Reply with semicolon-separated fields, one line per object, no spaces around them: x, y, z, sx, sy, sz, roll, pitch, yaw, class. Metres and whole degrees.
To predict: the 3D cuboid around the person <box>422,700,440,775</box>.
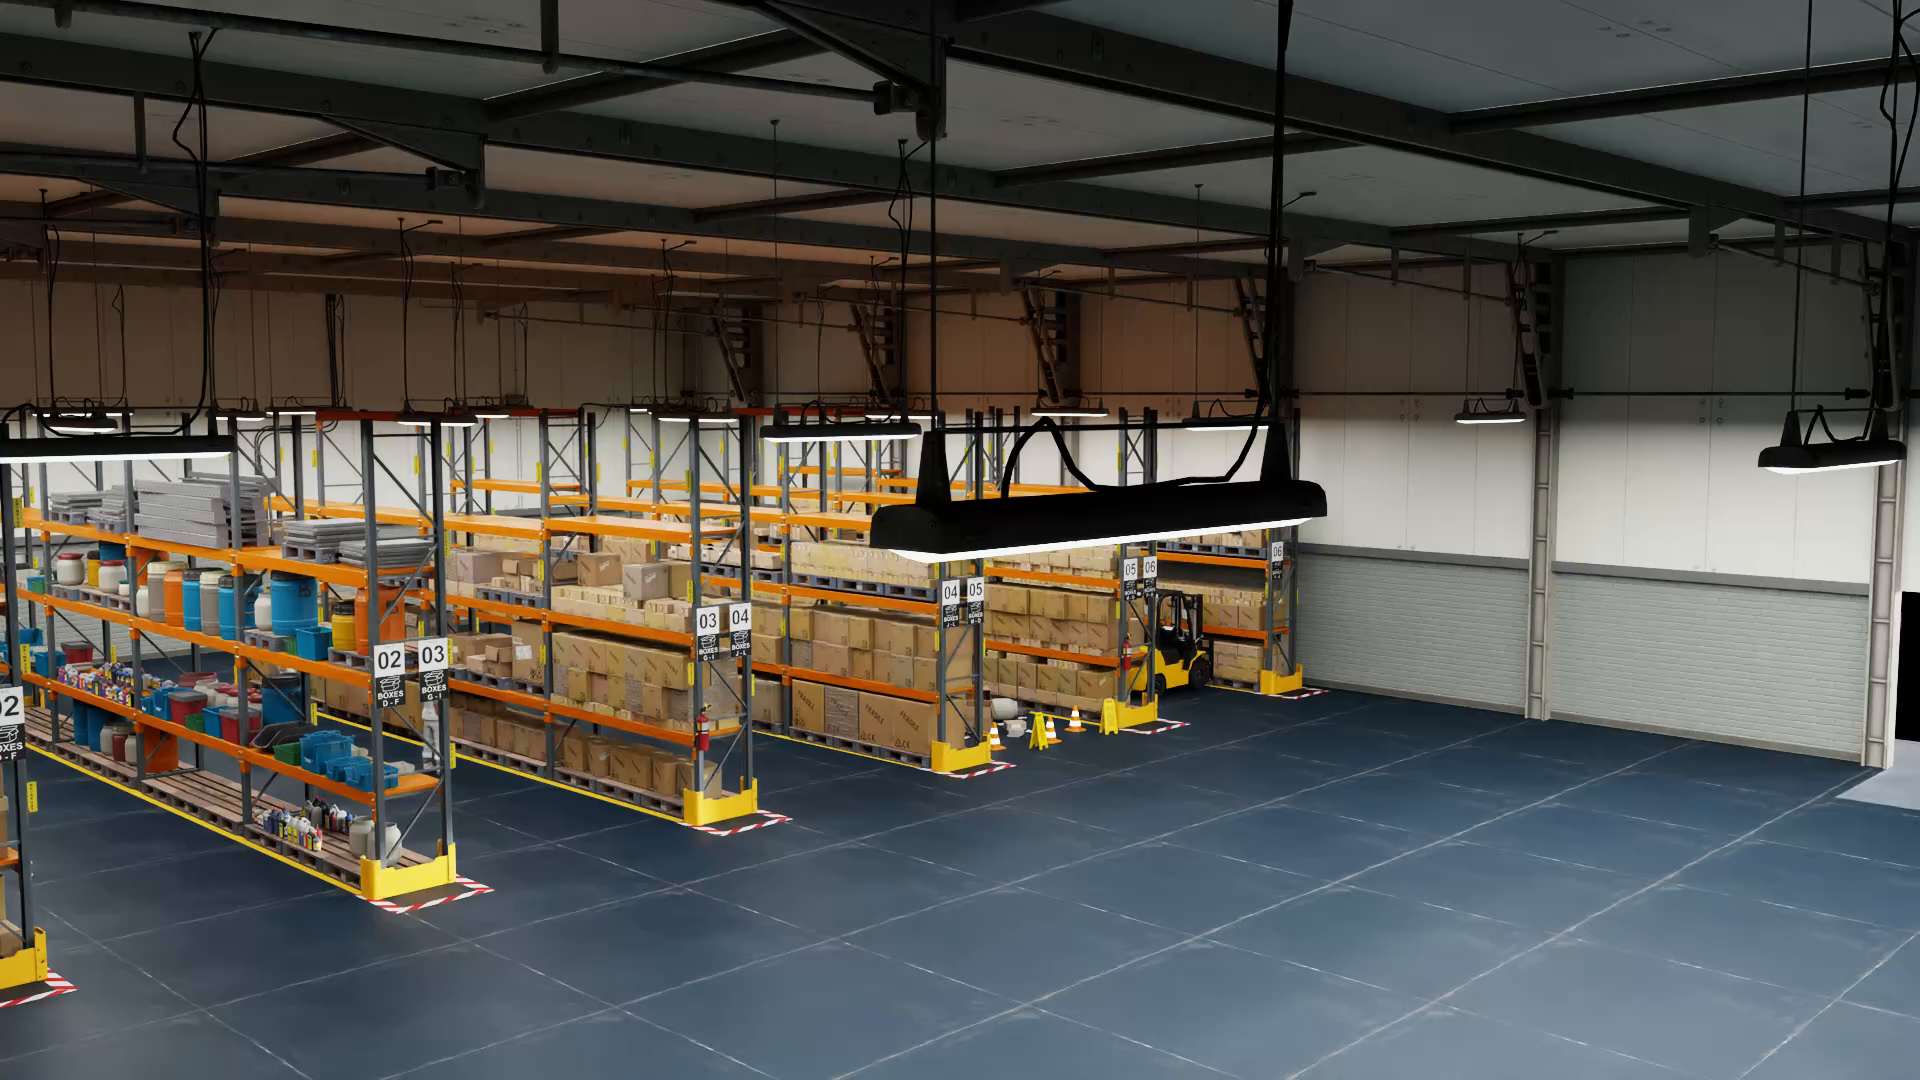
-8.717;2.990;27.614;0.563;1.796;0.420;3;6;32;person

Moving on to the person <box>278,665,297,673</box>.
-12.648;2.704;31.360;0.539;1.684;0.399;4;6;39;person
